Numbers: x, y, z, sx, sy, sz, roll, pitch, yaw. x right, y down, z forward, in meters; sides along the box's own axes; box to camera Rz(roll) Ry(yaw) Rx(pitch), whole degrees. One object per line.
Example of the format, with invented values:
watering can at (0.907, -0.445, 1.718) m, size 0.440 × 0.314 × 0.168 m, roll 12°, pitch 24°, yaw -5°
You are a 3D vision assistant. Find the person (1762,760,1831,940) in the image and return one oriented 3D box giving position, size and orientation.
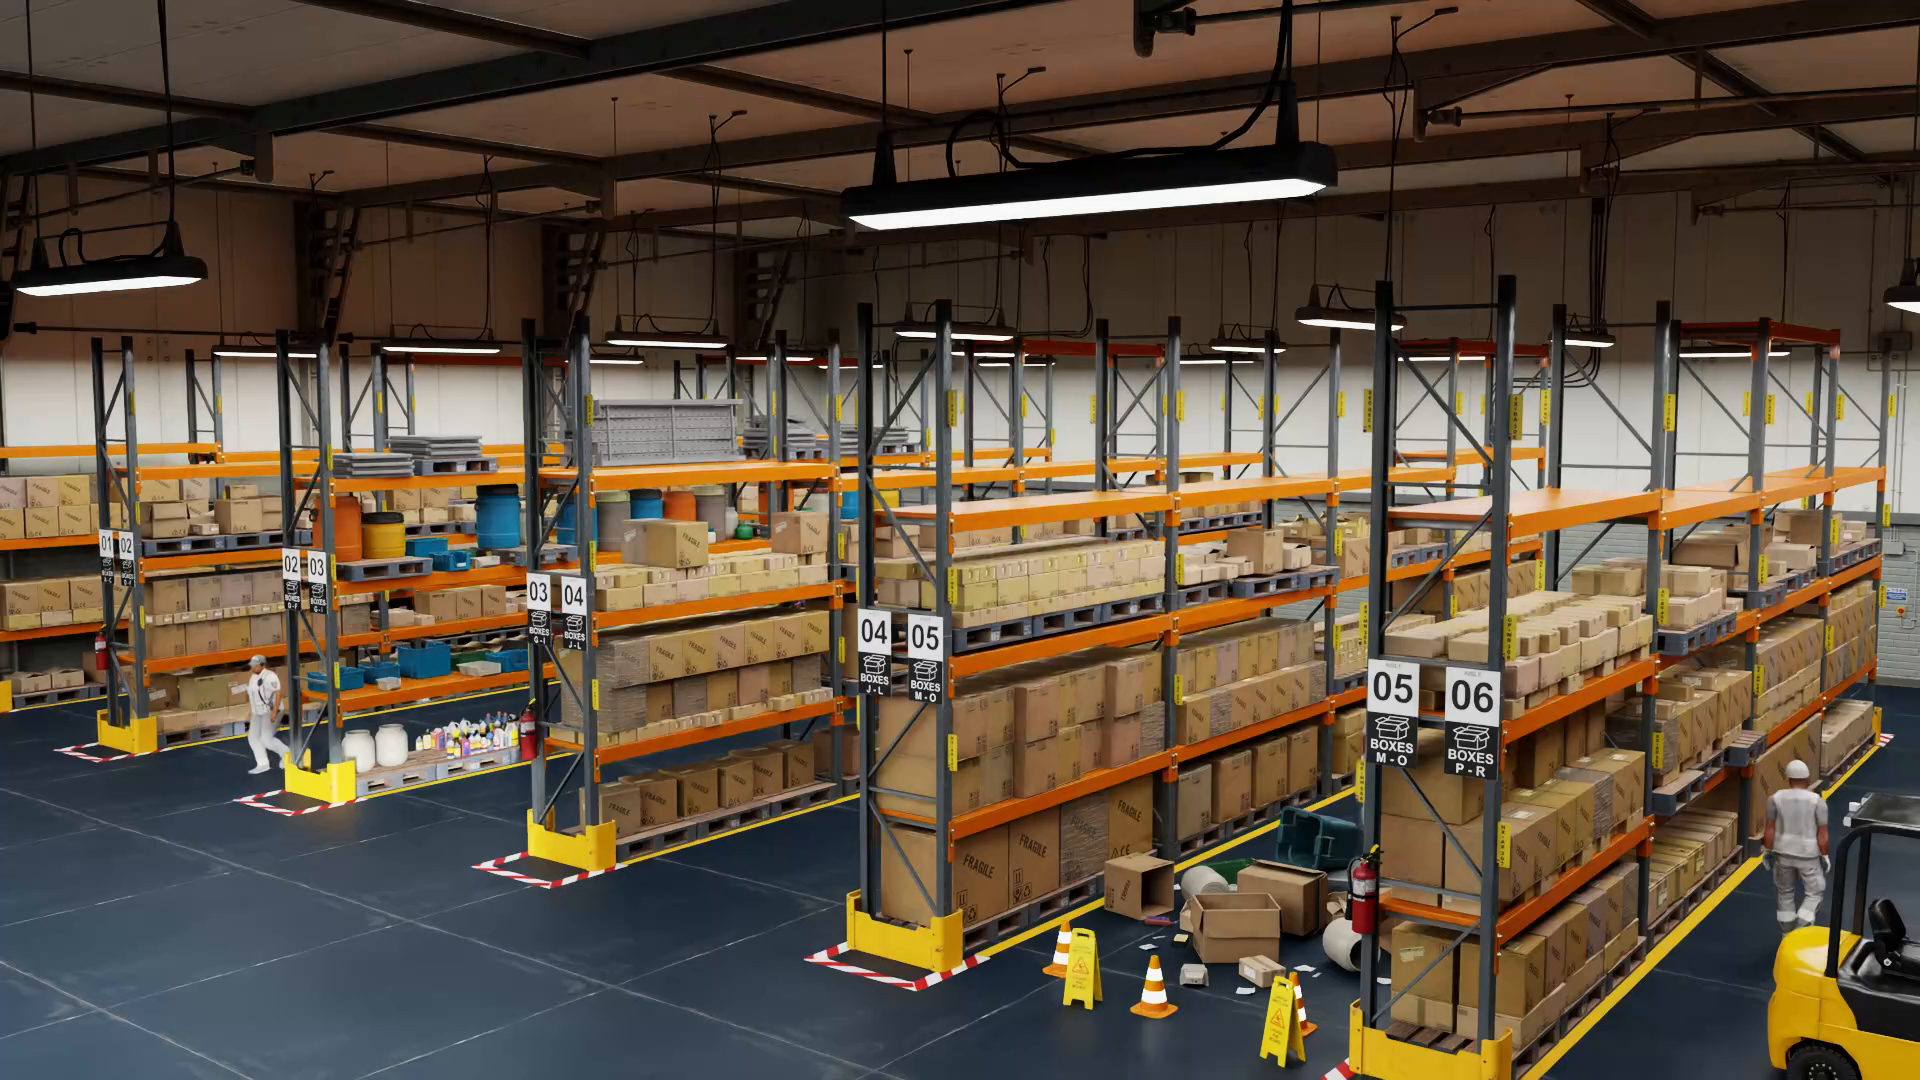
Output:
person at (7.766, 2.938, 15.448) m, size 0.573 × 1.787 × 0.551 m, roll 4°, pitch 6°, yaw 36°

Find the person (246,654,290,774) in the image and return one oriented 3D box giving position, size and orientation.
person at (-9.514, 2.374, 22.823) m, size 0.571 × 1.647 × 0.555 m, roll 3°, pitch 6°, yaw 33°

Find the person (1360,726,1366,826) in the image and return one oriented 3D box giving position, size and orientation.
person at (5.073, 2.623, 19.675) m, size 0.654 × 1.673 × 0.792 m, roll 3°, pitch 6°, yaw 30°
